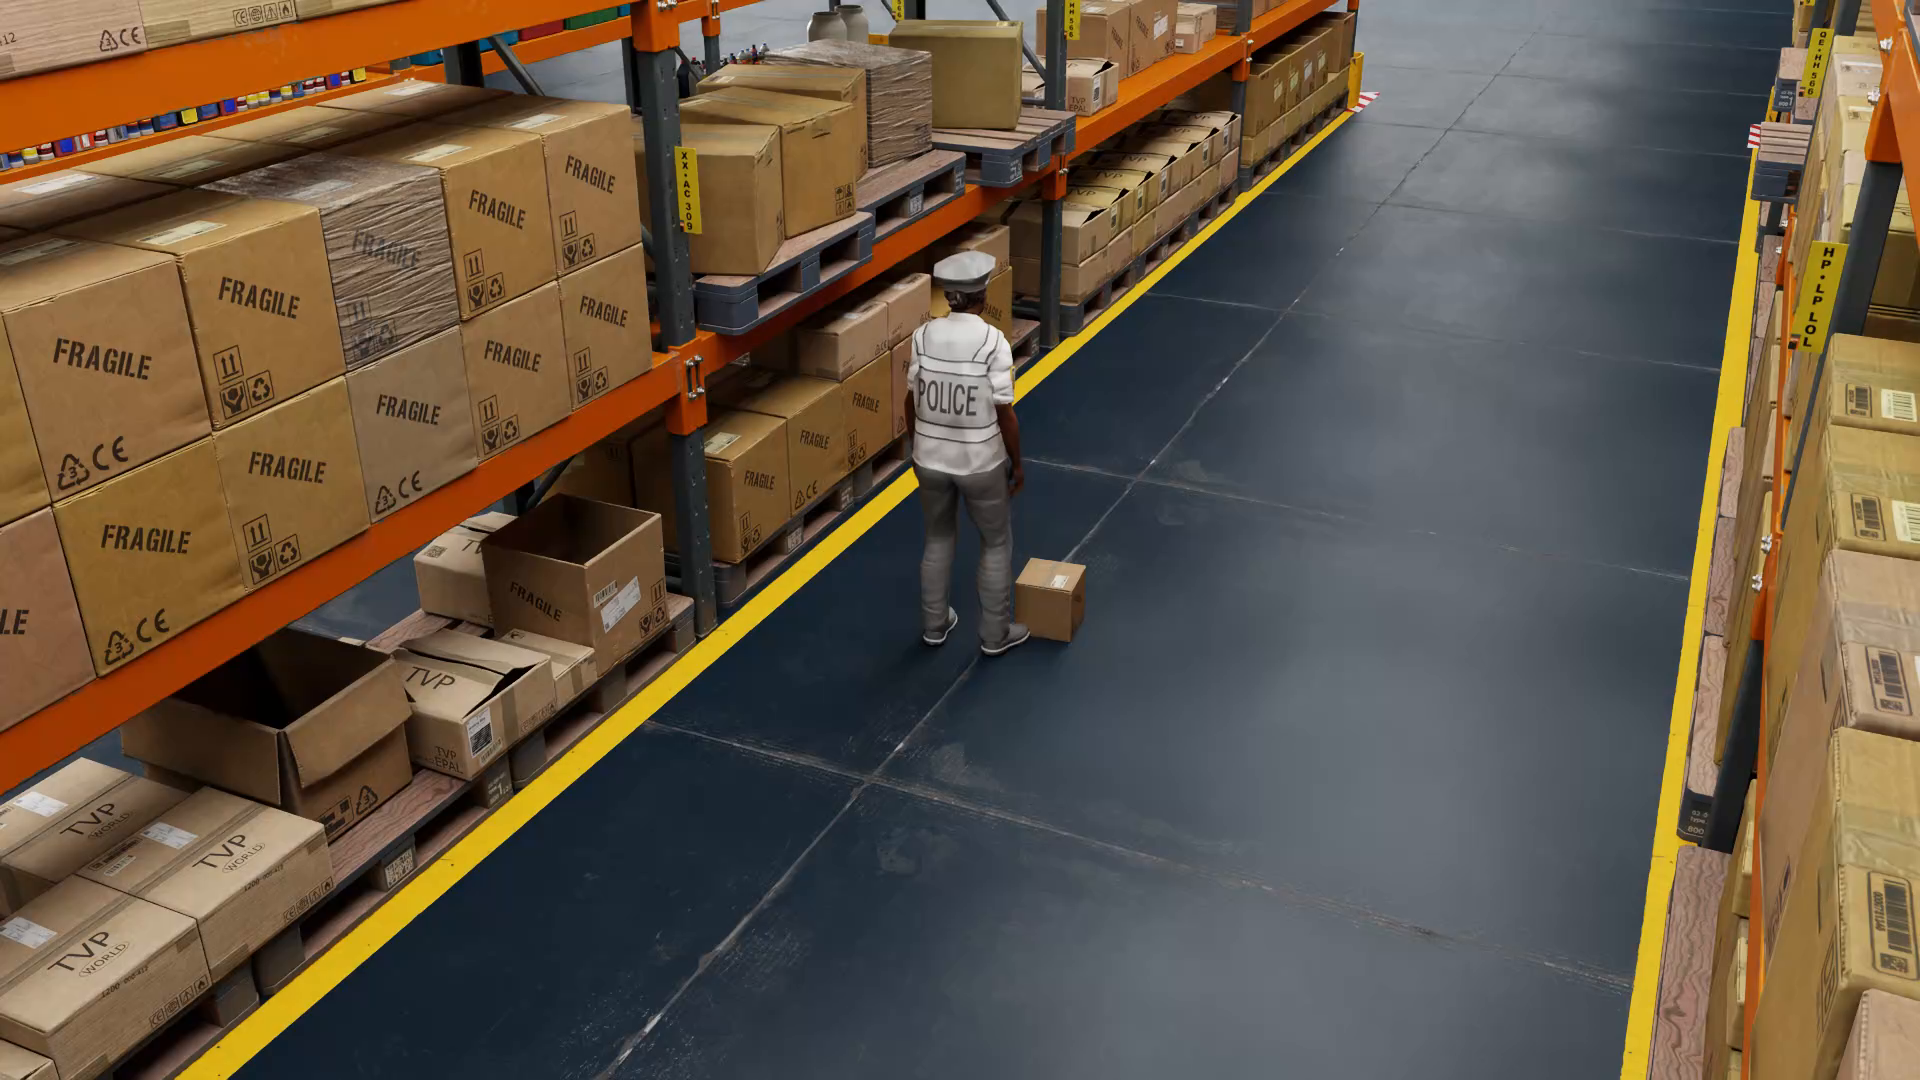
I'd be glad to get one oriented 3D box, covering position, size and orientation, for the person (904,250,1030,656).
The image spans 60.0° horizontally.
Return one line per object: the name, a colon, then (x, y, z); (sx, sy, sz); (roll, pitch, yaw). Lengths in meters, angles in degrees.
person: (0.022, -0.321, 6.762); (0.507, 1.660, 0.392); (11, 28, 21)
